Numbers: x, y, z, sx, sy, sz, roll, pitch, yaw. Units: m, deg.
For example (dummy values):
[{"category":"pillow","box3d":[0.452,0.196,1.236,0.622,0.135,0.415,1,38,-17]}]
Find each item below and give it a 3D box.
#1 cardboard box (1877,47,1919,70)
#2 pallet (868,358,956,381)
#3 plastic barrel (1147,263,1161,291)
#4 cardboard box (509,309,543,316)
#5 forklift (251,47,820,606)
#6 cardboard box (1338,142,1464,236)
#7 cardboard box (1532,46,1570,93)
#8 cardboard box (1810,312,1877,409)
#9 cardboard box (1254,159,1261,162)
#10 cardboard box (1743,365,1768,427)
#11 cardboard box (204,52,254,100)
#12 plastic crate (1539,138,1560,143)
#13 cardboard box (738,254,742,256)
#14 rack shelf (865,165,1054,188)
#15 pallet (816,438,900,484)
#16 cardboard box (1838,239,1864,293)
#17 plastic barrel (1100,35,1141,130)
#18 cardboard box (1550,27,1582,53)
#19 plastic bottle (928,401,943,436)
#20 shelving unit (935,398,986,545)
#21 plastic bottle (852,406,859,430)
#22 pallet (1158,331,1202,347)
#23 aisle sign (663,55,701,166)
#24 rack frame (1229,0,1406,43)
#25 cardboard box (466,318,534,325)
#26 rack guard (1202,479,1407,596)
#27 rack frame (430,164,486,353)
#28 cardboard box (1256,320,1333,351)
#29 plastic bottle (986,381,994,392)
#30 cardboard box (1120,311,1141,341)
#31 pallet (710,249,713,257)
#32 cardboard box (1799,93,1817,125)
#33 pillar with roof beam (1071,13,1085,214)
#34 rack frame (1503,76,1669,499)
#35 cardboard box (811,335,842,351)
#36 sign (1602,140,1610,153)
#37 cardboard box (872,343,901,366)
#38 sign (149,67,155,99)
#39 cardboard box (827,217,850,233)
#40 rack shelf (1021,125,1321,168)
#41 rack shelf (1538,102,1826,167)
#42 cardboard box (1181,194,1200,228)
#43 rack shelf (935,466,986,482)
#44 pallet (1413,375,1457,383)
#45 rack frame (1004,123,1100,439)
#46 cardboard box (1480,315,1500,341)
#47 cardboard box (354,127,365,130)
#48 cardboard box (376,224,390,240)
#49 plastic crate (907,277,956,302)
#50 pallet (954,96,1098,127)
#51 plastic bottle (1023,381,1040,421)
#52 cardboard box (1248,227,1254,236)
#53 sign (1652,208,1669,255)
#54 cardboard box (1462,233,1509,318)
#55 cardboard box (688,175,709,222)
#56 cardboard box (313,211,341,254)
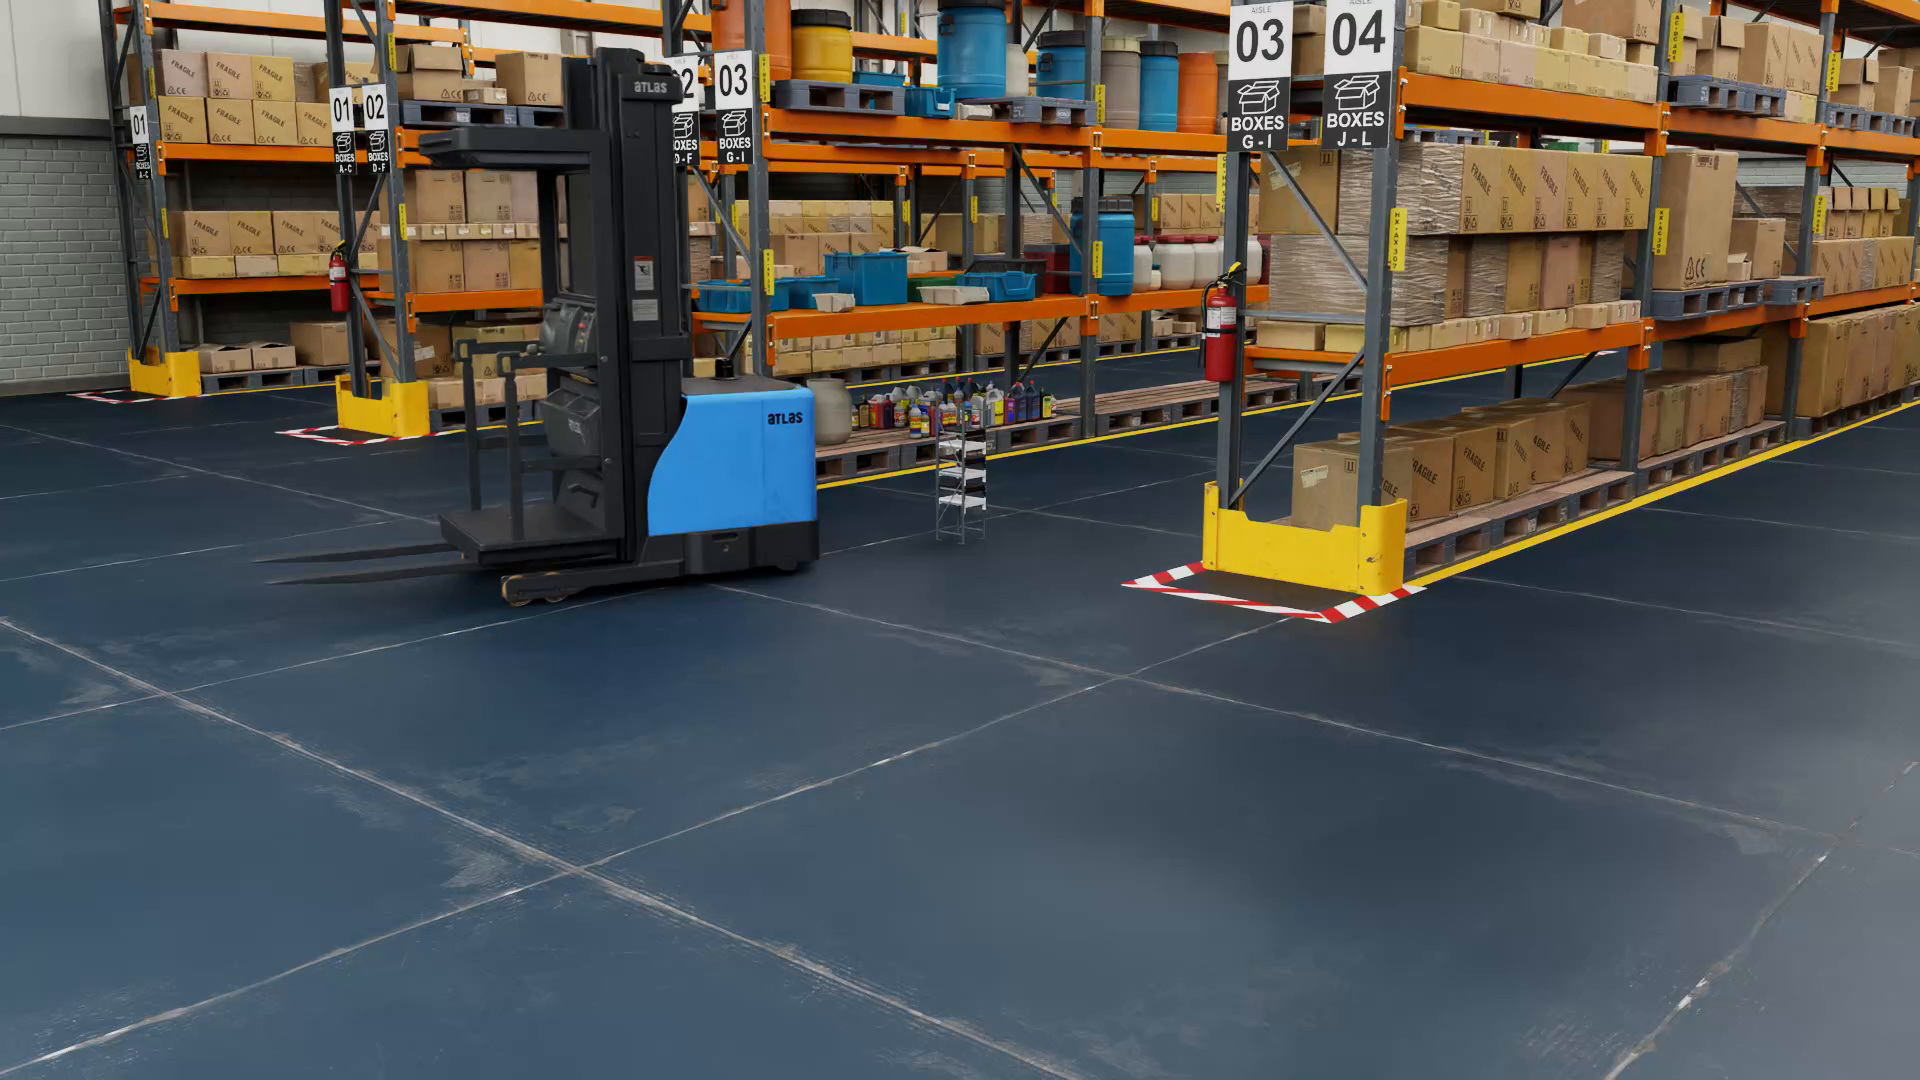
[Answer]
[{"category":"cardboard box","box3d":[10.465,-5.292,18.391,0.500,0.250,0.500,9,14,37]},{"category":"pallet","box3d":[-0.812,-2.221,21.291,1.003,0.211,1.213,10,15,40]},{"category":"plastic barrel","box3d":[1.827,-2.582,16.333,0.301,0.262,0.301,0,11,0]},{"category":"cardboard box","box3d":[-5.827,-2.939,23.024,0.700,0.500,0.500,9,15,39]},{"category":"forklift","box3d":[-2.368,-1.198,9.228,3.031,2.935,1.130,-6,13,-28]},{"category":"cardboard box","box3d":[2.486,-1.977,9.383,0.500,0.500,0.500,10,15,40]},{"category":"cardboard box","box3d":[3.436,-2.907,10.332,0.500,0.250,0.500,10,15,42]},{"category":"cardboard box","box3d":[8.264,-1.816,16.497,1.225,0.875,0.875,10,15,41]},{"category":"cardboard box","box3d":[4.562,-6.097,26.303,0.500,0.250,0.500,10,15,40]},{"category":"cardboard box","box3d":[6.772,-1.312,14.879,0.700,0.500,0.500,9,14,37]},{"category":"cardboard box","box3d":[-8.438,-5.280,18.970,0.500,0.500,0.500,10,15,40]},{"category":"plastic crate","box3d":[8.296,-5.627,23.899,0.497,0.269,0.590,10,15,40]},{"category":"cardboard box","box3d":[-2.438,-3.203,19.432,0.396,0.266,0.258,9,15,39]},{"category":"rack shelf","box3d":[-0.003,-6.345,28.999,1.077,0.370,4.000,10,15,40]},{"category":"pallet","box3d":[-1.247,-0.655,13.452,1.003,0.211,1.213,10,15,40]},{"category":"cardboard box","box3d":[8.399,-2.660,16.117,0.500,0.500,0.500,9,15,39]},{"category":"plastic barrel","box3d":[1.443,-4.391,16.097,0.600,0.901,0.600,0,11,0]},{"category":"cardboard box","box3d":[3.695,-3.148,10.519,0.380,0.149,0.250,11,16,43]},{"category":"plastic bottle","box3d":[-0.208,-1.027,14.009,0.061,0.283,0.133,10,15,41]},{"category":"shelving unit","box3d":[0.005,-0.442,10.629,0.258,0.900,0.210,10,15,40]},{"category":"plastic bottle","box3d":[-0.919,-1.057,14.365,0.097,0.201,0.097,0,11,0]},{"category":"pallet","box3d":[3.660,-3.206,26.227,1.003,0.211,1.213,10,15,40]},{"category":"aisle sign","box3d":[-2.073,-3.189,12.382,0.394,0.787,0.004,10,15,40]},{"category":"rack frame","box3d":[1.918,-4.188,8.703,1.000,3.000,0.127,10,15,40]},{"category":"cardboard box","box3d":[-4.741,-2.019,17.195,0.500,0.500,0.500,10,15,40]},{"category":"rack guard","box3d":[1.968,-0.031,9.592,1.175,0.500,0.348,10,15,40]},{"category":"rack frame","box3d":[-6.604,-3.756,21.857,1.000,3.000,0.127,10,15,40]},{"category":"cardboard box","box3d":[1.951,-1.191,9.659,0.380,0.149,0.250,10,15,40]},{"category":"plastic bottle","box3d":[0.299,-1.362,15.717,0.097,0.271,0.097,0,11,0]},{"category":"cardboard box","box3d":[2.290,-3.173,24.198,0.500,0.500,0.500,10,15,40]},{"category":"pallet","box3d":[-4.354,-4.132,24.228,1.213,0.211,1.003,10,15,40]},{"category":"cardboard box","box3d":[7.070,-3.719,14.396,0.500,0.250,0.500,10,15,40]},{"category":"pillar with roof beam","box3d":[5.684,-8.416,29.870,9.100,9.000,0.548,10,15,40]},{"category":"rack frame","box3d":[4.559,-1.834,12.237,1.000,3.000,0.127,10,15,40]},{"category":"cardboard box","box3d":[-1.745,-2.426,19.716,0.500,0.311,0.500,9,14,38]},{"category":"sign","box3d":[9.183,-5.591,23.655,0.100,0.325,0.005,10,15,40]},{"category":"cardboard box","box3d":[-1.076,-2.303,20.531,0.500,0.250,0.500,10,15,42]},{"category":"sign","box3d":[-8.836,-4.997,18.180,0.100,0.325,0.005,10,15,40]},{"category":"cardboard box","box3d":[-2.106,-4.888,26.459,0.500,0.500,0.500,10,15,40]},{"category":"rack shelf","box3d":[2.158,-3.887,16.693,1.077,0.370,4.000,10,15,40]},{"category":"rack shelf","box3d":[5.879,-3.247,13.487,1.077,0.370,4.000,10,15,40]},{"category":"cardboard box","box3d":[3.263,-4.941,24.983,0.500,0.500,0.500,9,15,39]},{"category":"rack shelf","box3d":[0.005,-0.410,10.636,0.258,0.077,0.200,10,15,40]},{"category":"pallet","box3d":[5.578,-2.176,21.068,1.003,0.211,1.213,10,15,40]},{"category":"rack frame","box3d":[0.838,-2.475,15.443,1.000,3.000,0.127,10,15,40]},{"category":"cardboard box","box3d":[3.106,-1.319,10.296,0.380,0.149,0.250,10,15,40]},{"category":"cardboard box","box3d":[-7.432,-5.020,20.222,0.500,0.500,0.500,9,14,38]},{"category":"cardboard box","box3d":[-5.412,-2.975,16.038,0.380,0.149,0.250,9,15,39]},{"category":"plastic crate","box3d":[-0.270,-2.208,14.647,0.450,0.188,0.662,10,15,40]},{"category":"pallet","box3d":[0.435,-3.734,14.573,1.213,0.211,1.003,10,15,40]},{"category":"plastic bottle","box3d":[0.630,-1.260,14.999,0.144,0.351,0.185,9,15,39]},{"category":"cardboard box","box3d":[4.277,-4.680,26.228,0.500,0.500,0.500,10,15,41]},{"category":"sign","box3d":[4.971,-2.190,11.807,0.100,0.325,0.005,10,15,40]},{"category":"cardboard box","box3d":[2.904,-1.675,10.426,0.875,0.500,0.500,10,15,40]},{"category":"cardboard box","box3d":[-3.168,-3.735,18.185,0.700,0.500,0.500,10,15,41]},{"category":"cardboard box","box3d":[-7.692,-3.727,20.129,0.500,0.500,0.500,10,15,42]}]
